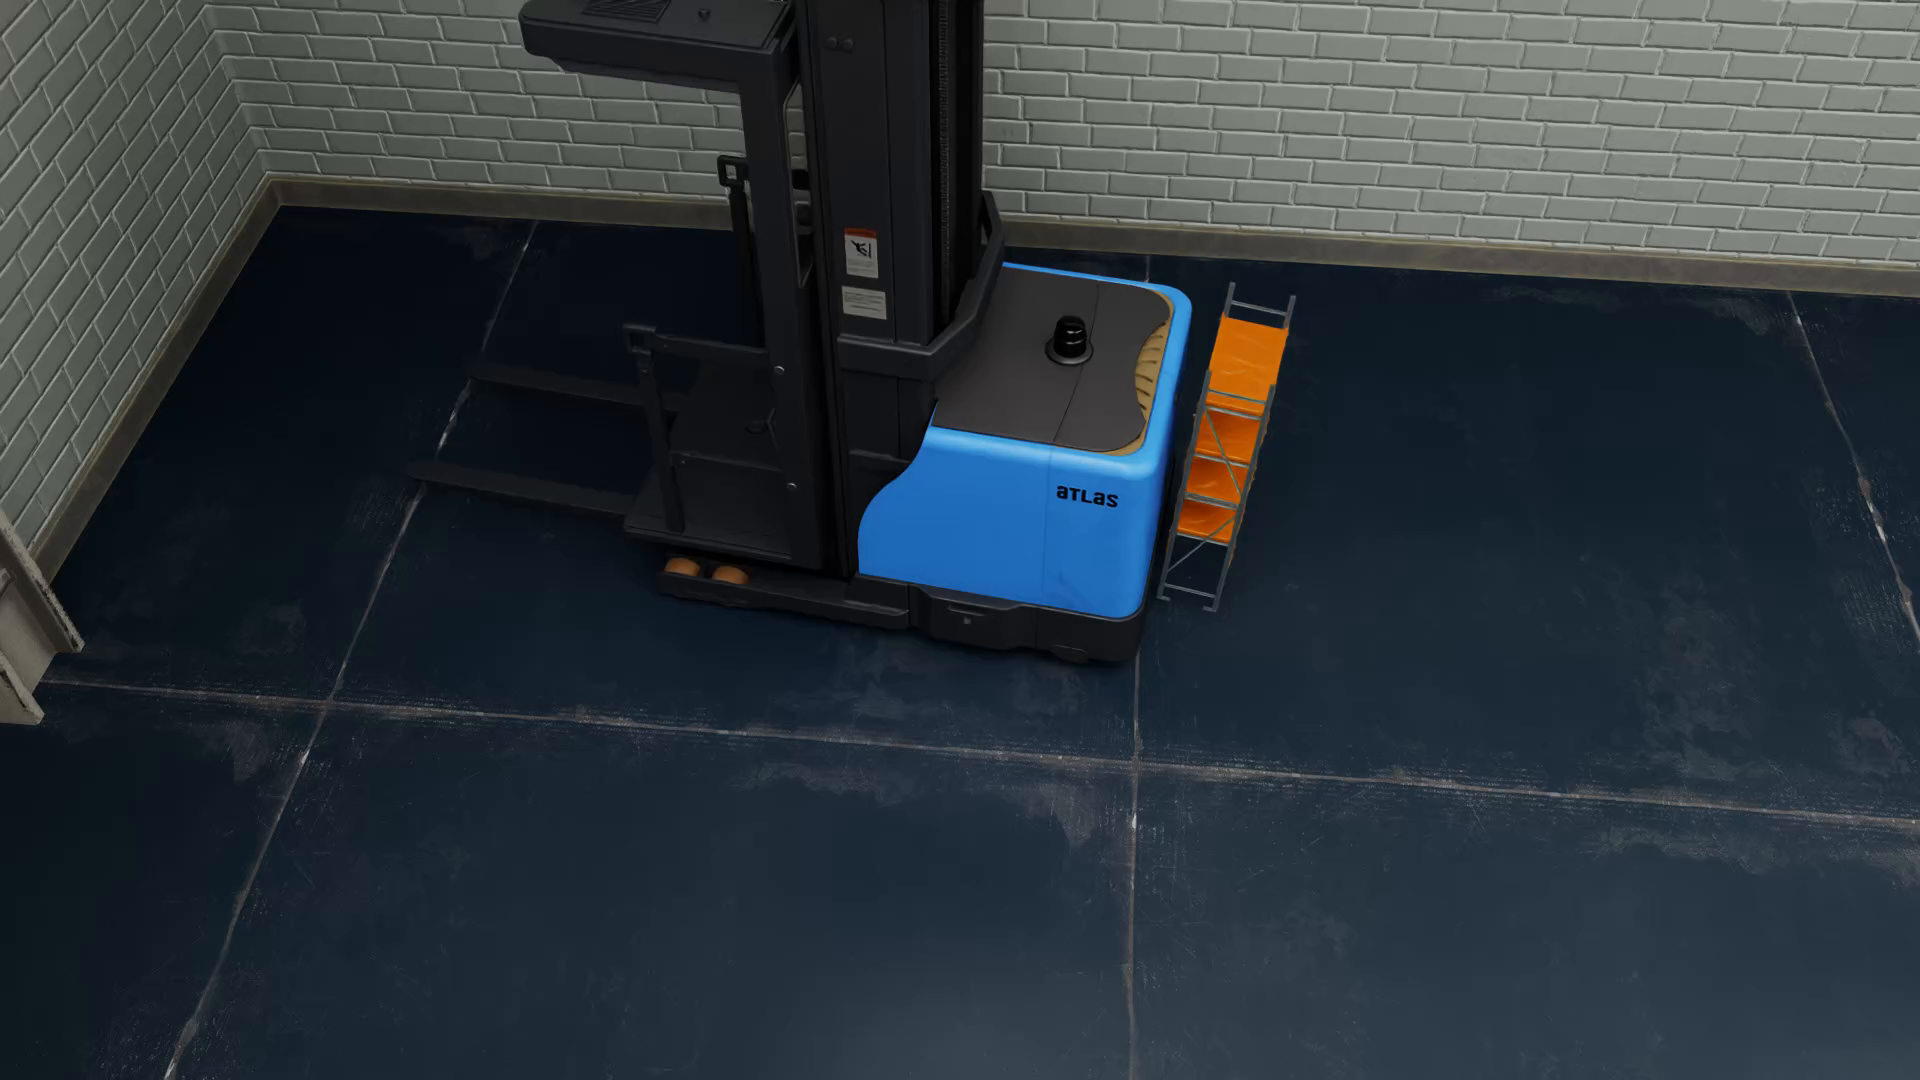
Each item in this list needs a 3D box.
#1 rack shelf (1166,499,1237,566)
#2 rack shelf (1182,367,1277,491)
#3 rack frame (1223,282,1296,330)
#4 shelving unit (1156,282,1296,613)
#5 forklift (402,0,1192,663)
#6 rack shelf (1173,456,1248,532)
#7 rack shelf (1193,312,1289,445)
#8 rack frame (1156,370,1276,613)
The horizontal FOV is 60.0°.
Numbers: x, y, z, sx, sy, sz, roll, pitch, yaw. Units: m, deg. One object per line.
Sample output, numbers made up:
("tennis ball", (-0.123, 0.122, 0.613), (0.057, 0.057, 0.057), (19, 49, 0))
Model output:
("rack shelf", (0.970, -0.144, 6.419), (0.258, 0.148, 0.480), (14, 49, 8))
("rack shelf", (0.992, -0.424, 6.104), (0.258, 0.148, 0.480), (14, 49, 8))
("rack frame", (1.049, -0.493, 6.379), (0.240, 1.200, 0.015), (14, 49, 8))
("shelving unit", (0.984, -0.320, 6.220), (0.258, 1.200, 0.503), (14, 49, 8))
("forklift", (-0.702, -1.098, 5.768), (3.031, 2.935, 1.130), (10, 48, 9))
("rack shelf", (0.980, -0.275, 6.271), (0.258, 0.148, 0.480), (14, 49, 8))
("rack shelf", (1.004, -0.581, 5.927), (0.258, 0.148, 0.480), (14, 49, 8))
("rack frame", (0.918, -0.147, 6.062), (0.240, 1.200, 0.015), (14, 49, 8))
